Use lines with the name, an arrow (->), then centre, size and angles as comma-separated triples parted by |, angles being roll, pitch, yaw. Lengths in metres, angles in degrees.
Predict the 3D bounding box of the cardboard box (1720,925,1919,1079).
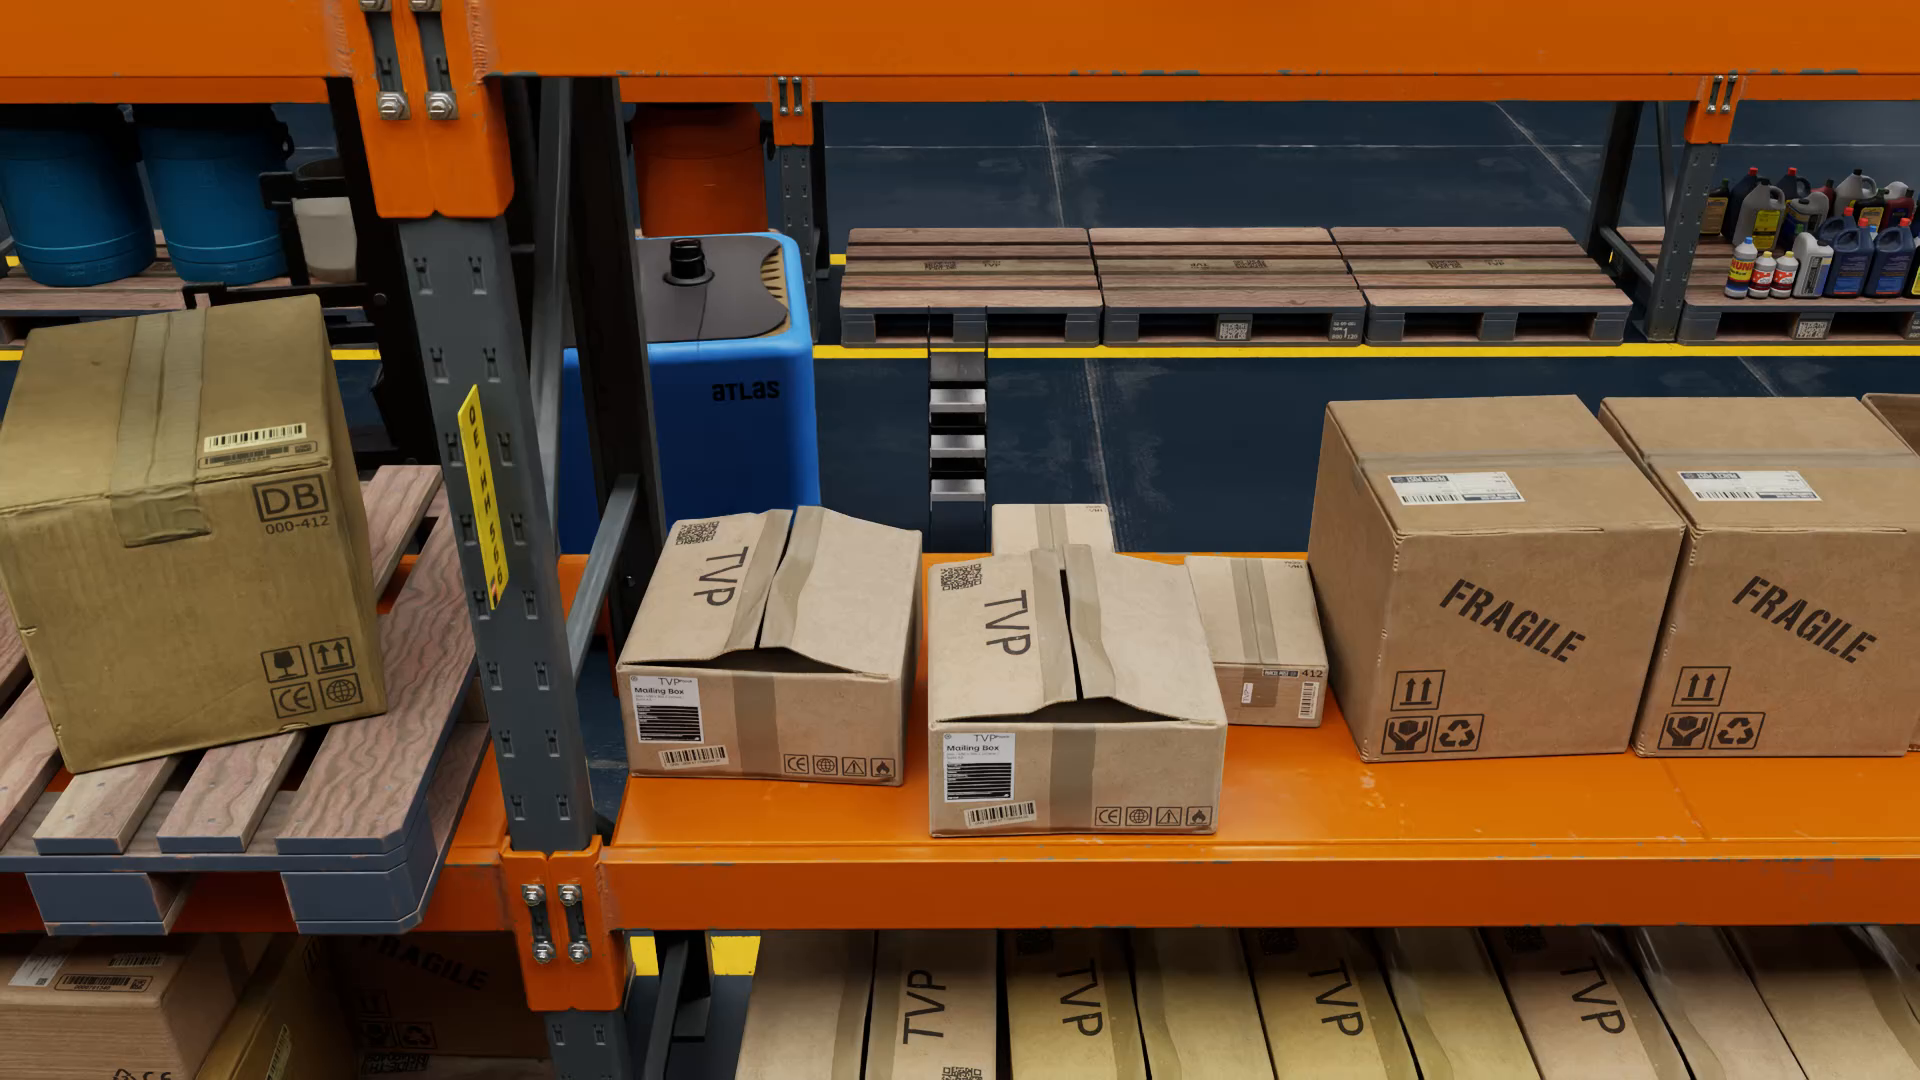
cardboard box -> 1.874, 1.019, 3.384 | 0.500, 0.311, 0.500 | 0, 31, 0

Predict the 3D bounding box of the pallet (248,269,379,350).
pallet -> -2.734, -1.231, 8.075 | 1.213, 0.211, 1.003 | 0, 31, 0

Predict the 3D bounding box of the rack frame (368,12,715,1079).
rack frame -> -0.703, 0.120, 3.161 | 0.127, 3.000, 1.000 | 0, 31, 0

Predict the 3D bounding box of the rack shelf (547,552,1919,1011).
rack shelf -> 1.297, 0.421, 3.358 | 4.000, 0.370, 1.077 | 0, 31, 0

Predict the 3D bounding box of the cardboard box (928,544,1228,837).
cardboard box -> 0.193, 0.256, 3.023 | 0.500, 0.311, 0.500 | -1, 31, -1

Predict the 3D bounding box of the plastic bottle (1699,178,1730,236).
plastic bottle -> 3.750, -1.661, 8.291 | 0.133, 0.283, 0.061 | 1, 31, 2

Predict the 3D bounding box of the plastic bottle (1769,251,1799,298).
plastic bottle -> 3.795, -1.228, 7.656 | 0.097, 0.201, 0.097 | 0, 31, 0

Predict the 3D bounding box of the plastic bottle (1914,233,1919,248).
plastic bottle -> 4.416, -1.291, 7.693 | 0.097, 0.271, 0.097 | 0, 31, 0

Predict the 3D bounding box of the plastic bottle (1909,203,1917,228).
plastic bottle -> 4.708, -1.620, 8.302 | 0.097, 0.201, 0.097 | 0, 31, 0

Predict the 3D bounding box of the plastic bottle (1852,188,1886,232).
plastic bottle -> 4.454, -1.589, 8.171 | 0.133, 0.283, 0.061 | 0, 31, 0

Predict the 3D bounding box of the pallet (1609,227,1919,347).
pallet -> 3.943, -1.250, 8.107 | 1.213, 0.211, 1.003 | 0, 31, 0

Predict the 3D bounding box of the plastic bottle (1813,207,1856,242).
plastic bottle -> 4.080, -1.380, 7.762 | 0.185, 0.351, 0.144 | 0, 31, 0

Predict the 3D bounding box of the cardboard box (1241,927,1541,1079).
cardboard box -> 0.858, 1.020, 3.382 | 0.500, 0.311, 0.500 | -1, 31, -2

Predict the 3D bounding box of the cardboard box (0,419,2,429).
cardboard box -> -2.248, -0.138, 3.085 | 0.500, 0.500, 0.700 | 6, 32, 9

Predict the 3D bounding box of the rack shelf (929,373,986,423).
rack shelf -> -0.008, -0.510, 5.940 | 0.200, 0.077, 0.258 | 0, 31, 0

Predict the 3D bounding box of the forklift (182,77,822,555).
forklift -> -2.016, -1.113, 5.259 | 3.031, 2.935, 1.130 | -4, 31, -7

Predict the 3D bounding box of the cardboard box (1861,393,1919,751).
cardboard box -> 2.002, 0.060, 3.163 | 0.500, 0.500, 0.500 | 2, 31, 3

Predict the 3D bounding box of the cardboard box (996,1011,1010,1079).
cardboard box -> 0.325, 1.265, 3.520 | 0.500, 0.250, 0.500 | -1, 31, -2

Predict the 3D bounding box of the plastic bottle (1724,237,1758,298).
plastic bottle -> 3.592, -1.257, 7.637 | 0.097, 0.271, 0.097 | 0, 31, 0

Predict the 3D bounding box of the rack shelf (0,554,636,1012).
rack shelf -> -2.703, 0.434, 3.337 | 4.000, 0.370, 1.077 | 0, 31, 0

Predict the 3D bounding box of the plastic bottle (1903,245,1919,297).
plastic bottle -> 4.435, -1.256, 7.622 | 0.133, 0.283, 0.061 | 1, 31, 2

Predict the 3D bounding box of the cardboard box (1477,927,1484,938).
cardboard box -> 1.345, 0.741, 3.842 | 0.500, 0.311, 0.500 | 1, 31, 1

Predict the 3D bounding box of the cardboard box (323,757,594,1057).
cardboard box -> -1.160, 0.854, 3.937 | 0.500, 0.500, 0.500 | 1, 31, 2

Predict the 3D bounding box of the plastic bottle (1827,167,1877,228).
plastic bottle -> 4.428, -1.671, 8.242 | 0.185, 0.351, 0.144 | 0, 31, -1

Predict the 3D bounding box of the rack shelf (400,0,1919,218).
rack shelf -> 1.297, -0.861, 2.580 | 4.000, 0.370, 1.077 | 0, 31, 0

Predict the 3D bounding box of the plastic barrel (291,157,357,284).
plastic barrel -> -2.912, -1.503, 7.830 | 0.421, 0.512, 0.421 | 0, 31, 0

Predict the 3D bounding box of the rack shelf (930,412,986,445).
rack shelf -> -0.008, -0.433, 5.987 | 0.200, 0.077, 0.258 | 0, 31, 0

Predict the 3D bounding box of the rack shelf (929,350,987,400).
rack shelf -> -0.008, -0.587, 5.894 | 0.200, 0.077, 0.258 | 0, 31, 0

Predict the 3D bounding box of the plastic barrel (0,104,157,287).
plastic barrel -> -4.185, -1.712, 7.798 | 0.708, 0.901, 0.600 | 0, 31, 0

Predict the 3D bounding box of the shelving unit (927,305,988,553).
shelving unit -> -0.008, -0.385, 6.017 | 0.210, 0.900, 0.258 | 0, 31, 0

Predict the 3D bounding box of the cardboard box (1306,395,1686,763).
cardboard box -> 0.975, 0.063, 3.157 | 0.500, 0.500, 0.500 | -2, 31, -3

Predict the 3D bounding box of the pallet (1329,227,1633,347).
pallet -> 2.486, -1.247, 8.102 | 1.213, 0.211, 1.003 | 0, 31, 0

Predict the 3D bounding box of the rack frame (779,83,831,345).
rack frame -> -0.729, -2.449, 7.395 | 0.127, 3.000, 1.000 | 0, 31, 0

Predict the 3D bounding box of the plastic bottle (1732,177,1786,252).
plastic bottle -> 3.914, -1.594, 8.116 | 0.185, 0.351, 0.144 | 0, 31, 0

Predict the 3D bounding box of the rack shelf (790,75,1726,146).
rack shelf -> 1.271, -2.148, 7.592 | 4.000, 0.370, 1.077 | 0, 31, 0

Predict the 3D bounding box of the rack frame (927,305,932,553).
rack frame -> -0.110, -0.384, 6.016 | 0.006, 0.900, 0.240 | 0, 31, 0

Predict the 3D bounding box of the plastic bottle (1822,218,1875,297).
plastic bottle -> 4.080, -1.305, 7.639 | 0.185, 0.351, 0.144 | 1, 31, 1

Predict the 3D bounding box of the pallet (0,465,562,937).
pallet -> -1.380, 0.240, 3.147 | 1.003, 0.211, 1.213 | 0, 31, 0

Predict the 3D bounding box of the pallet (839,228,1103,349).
pallet -> 0.046, -1.240, 8.090 | 1.213, 0.211, 1.003 | 0, 31, 0

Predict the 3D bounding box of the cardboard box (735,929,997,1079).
cardboard box -> -0.177, 1.027, 3.371 | 0.500, 0.311, 0.500 | 1, 31, 1

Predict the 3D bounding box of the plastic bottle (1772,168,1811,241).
plastic bottle -> 4.105, -1.670, 8.240 | 0.185, 0.351, 0.144 | -2, 31, -3
